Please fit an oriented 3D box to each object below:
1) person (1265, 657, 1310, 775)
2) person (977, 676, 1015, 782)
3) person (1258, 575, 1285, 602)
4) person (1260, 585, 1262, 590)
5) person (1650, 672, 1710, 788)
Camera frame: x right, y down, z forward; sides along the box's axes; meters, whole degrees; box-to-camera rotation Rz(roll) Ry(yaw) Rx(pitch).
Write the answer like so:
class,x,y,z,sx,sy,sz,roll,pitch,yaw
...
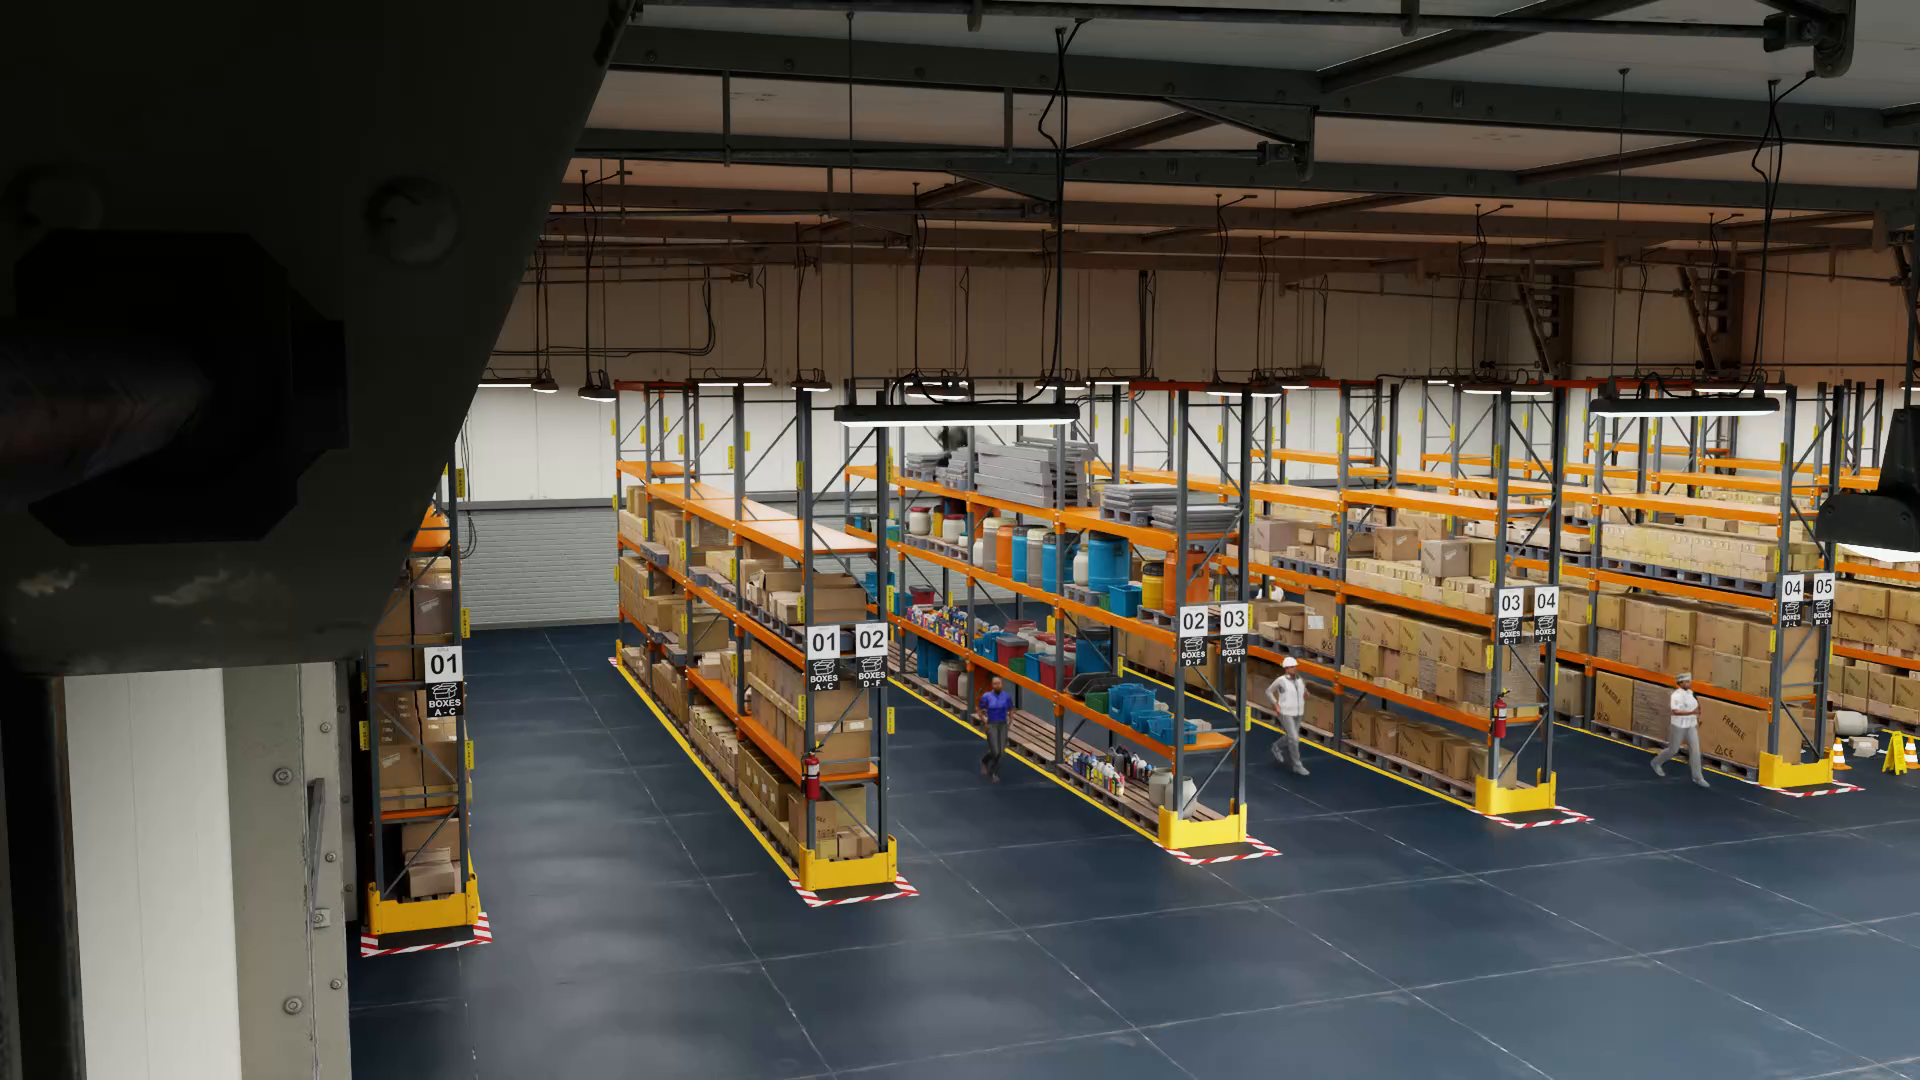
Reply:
class,x,y,z,sx,sy,sz,roll,pitch,yaw
person,5.136,2.696,25.849,0.656,1.758,0.969,-4,7,-32
person,0.572,2.877,25.212,0.566,1.610,0.571,-2,6,-17
person,6.813,1.649,36.222,0.707,1.802,0.757,-1,6,-9
person,7.679,1.155,41.601,0.742,1.606,0.728,3,7,24
person,10.909,2.816,25.097,0.572,1.691,0.934,-3,7,-28
